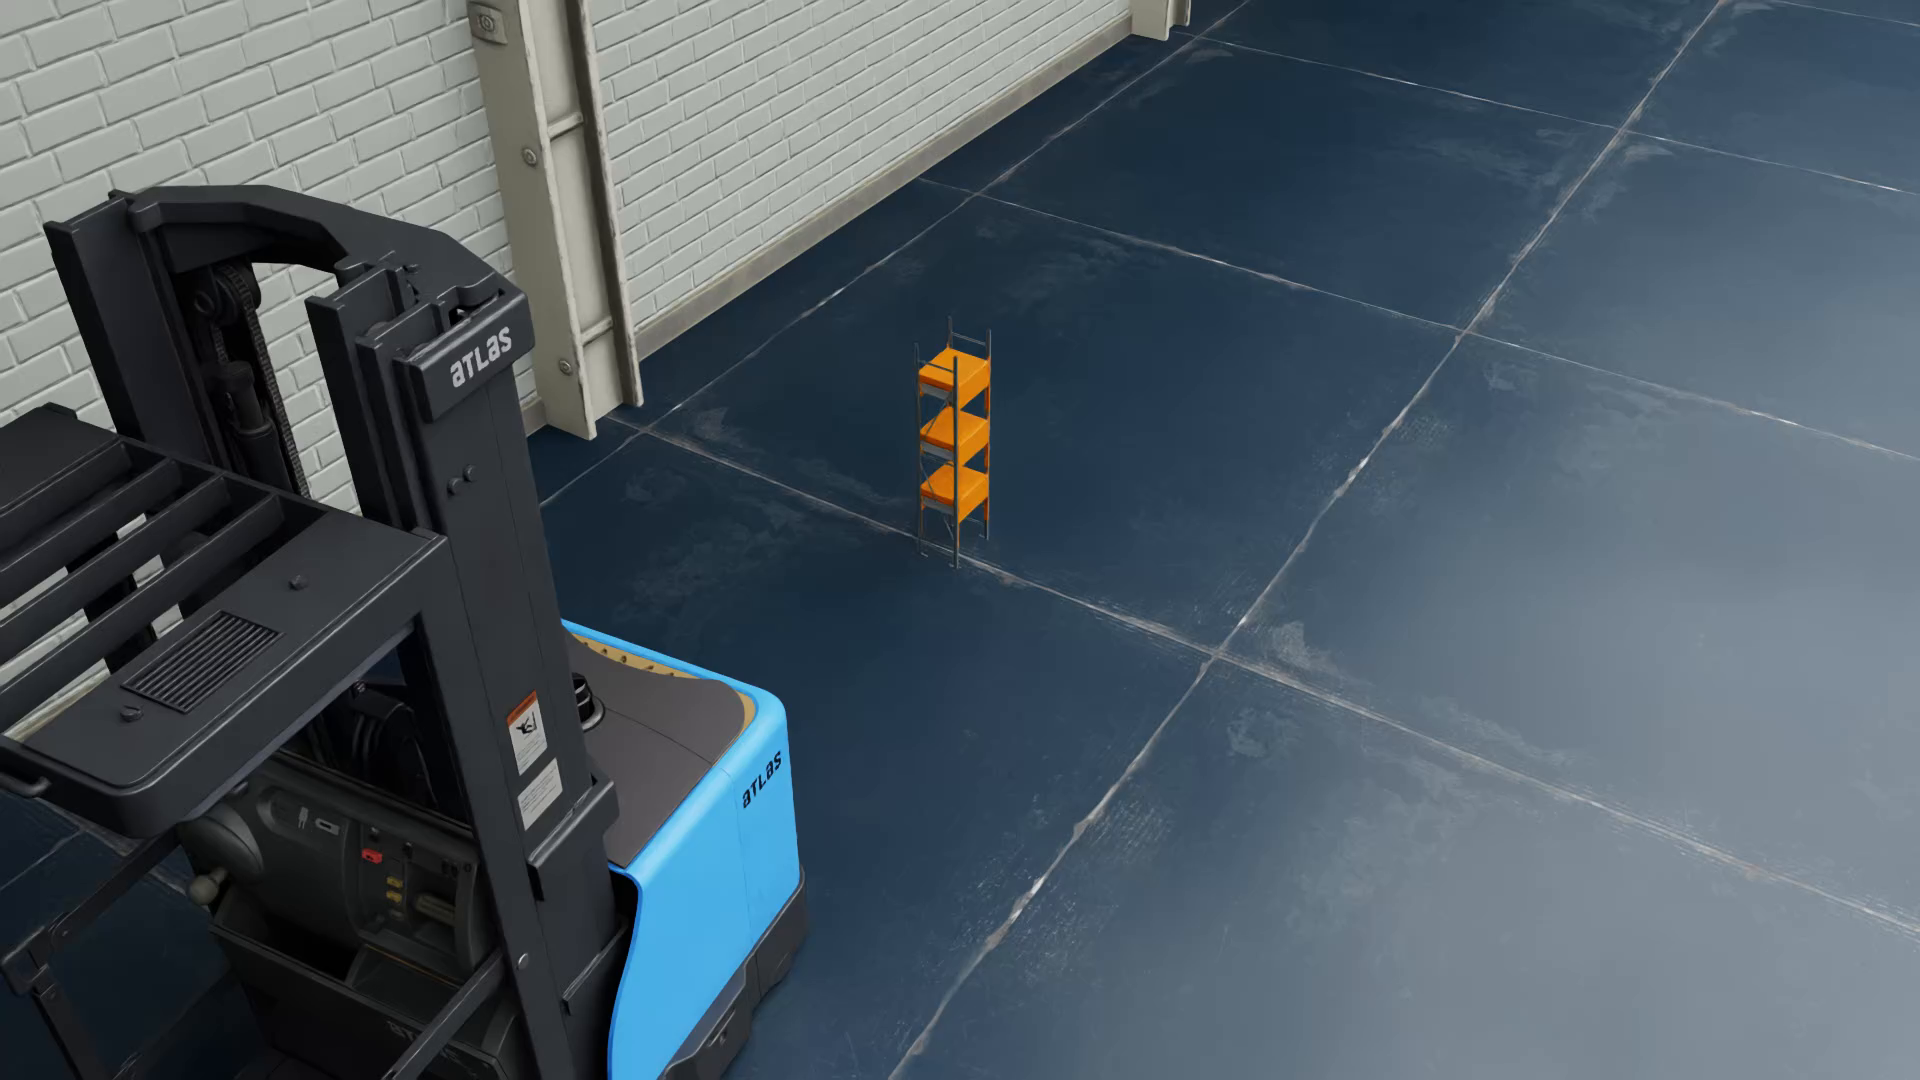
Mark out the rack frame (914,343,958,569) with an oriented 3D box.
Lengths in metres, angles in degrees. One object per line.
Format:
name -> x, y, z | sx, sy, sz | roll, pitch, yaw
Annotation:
rack frame -> -0.094, -0.325, 6.812 | 0.200, 1.050, 0.008 | 21, 42, 25

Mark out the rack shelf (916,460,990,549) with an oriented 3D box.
rack shelf -> -0.029, -0.160, 7.070 | 0.215, 0.259, 0.240 | 21, 42, 25

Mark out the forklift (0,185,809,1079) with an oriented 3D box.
forklift -> -1.600, 0.829, 3.774 | 1.130, 2.935, 3.031 | 17, 41, 20

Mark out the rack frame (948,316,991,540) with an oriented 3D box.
rack frame -> 0.037, -0.451, 6.975 | 0.200, 1.050, 0.008 | 21, 42, 25

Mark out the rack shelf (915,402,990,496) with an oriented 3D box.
rack shelf -> -0.029, -0.380, 6.900 | 0.215, 0.259, 0.240 | 21, 42, 25

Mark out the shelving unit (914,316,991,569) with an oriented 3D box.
shelving unit -> -0.029, -0.388, 6.894 | 0.215, 1.050, 0.252 | 21, 42, 25

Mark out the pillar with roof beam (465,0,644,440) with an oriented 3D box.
pillar with roof beam -> 1.860, -2.778, 3.483 | 9.100, 9.000, 0.400 | 21, 42, 25

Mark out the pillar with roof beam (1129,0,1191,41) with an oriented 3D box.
pillar with roof beam -> 5.075, -5.871, 7.496 | 9.100, 9.000, 0.400 | 21, 42, 25

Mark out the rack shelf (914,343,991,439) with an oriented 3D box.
rack shelf -> -0.029, -0.605, 6.727 | 0.215, 0.259, 0.240 | 21, 42, 25
